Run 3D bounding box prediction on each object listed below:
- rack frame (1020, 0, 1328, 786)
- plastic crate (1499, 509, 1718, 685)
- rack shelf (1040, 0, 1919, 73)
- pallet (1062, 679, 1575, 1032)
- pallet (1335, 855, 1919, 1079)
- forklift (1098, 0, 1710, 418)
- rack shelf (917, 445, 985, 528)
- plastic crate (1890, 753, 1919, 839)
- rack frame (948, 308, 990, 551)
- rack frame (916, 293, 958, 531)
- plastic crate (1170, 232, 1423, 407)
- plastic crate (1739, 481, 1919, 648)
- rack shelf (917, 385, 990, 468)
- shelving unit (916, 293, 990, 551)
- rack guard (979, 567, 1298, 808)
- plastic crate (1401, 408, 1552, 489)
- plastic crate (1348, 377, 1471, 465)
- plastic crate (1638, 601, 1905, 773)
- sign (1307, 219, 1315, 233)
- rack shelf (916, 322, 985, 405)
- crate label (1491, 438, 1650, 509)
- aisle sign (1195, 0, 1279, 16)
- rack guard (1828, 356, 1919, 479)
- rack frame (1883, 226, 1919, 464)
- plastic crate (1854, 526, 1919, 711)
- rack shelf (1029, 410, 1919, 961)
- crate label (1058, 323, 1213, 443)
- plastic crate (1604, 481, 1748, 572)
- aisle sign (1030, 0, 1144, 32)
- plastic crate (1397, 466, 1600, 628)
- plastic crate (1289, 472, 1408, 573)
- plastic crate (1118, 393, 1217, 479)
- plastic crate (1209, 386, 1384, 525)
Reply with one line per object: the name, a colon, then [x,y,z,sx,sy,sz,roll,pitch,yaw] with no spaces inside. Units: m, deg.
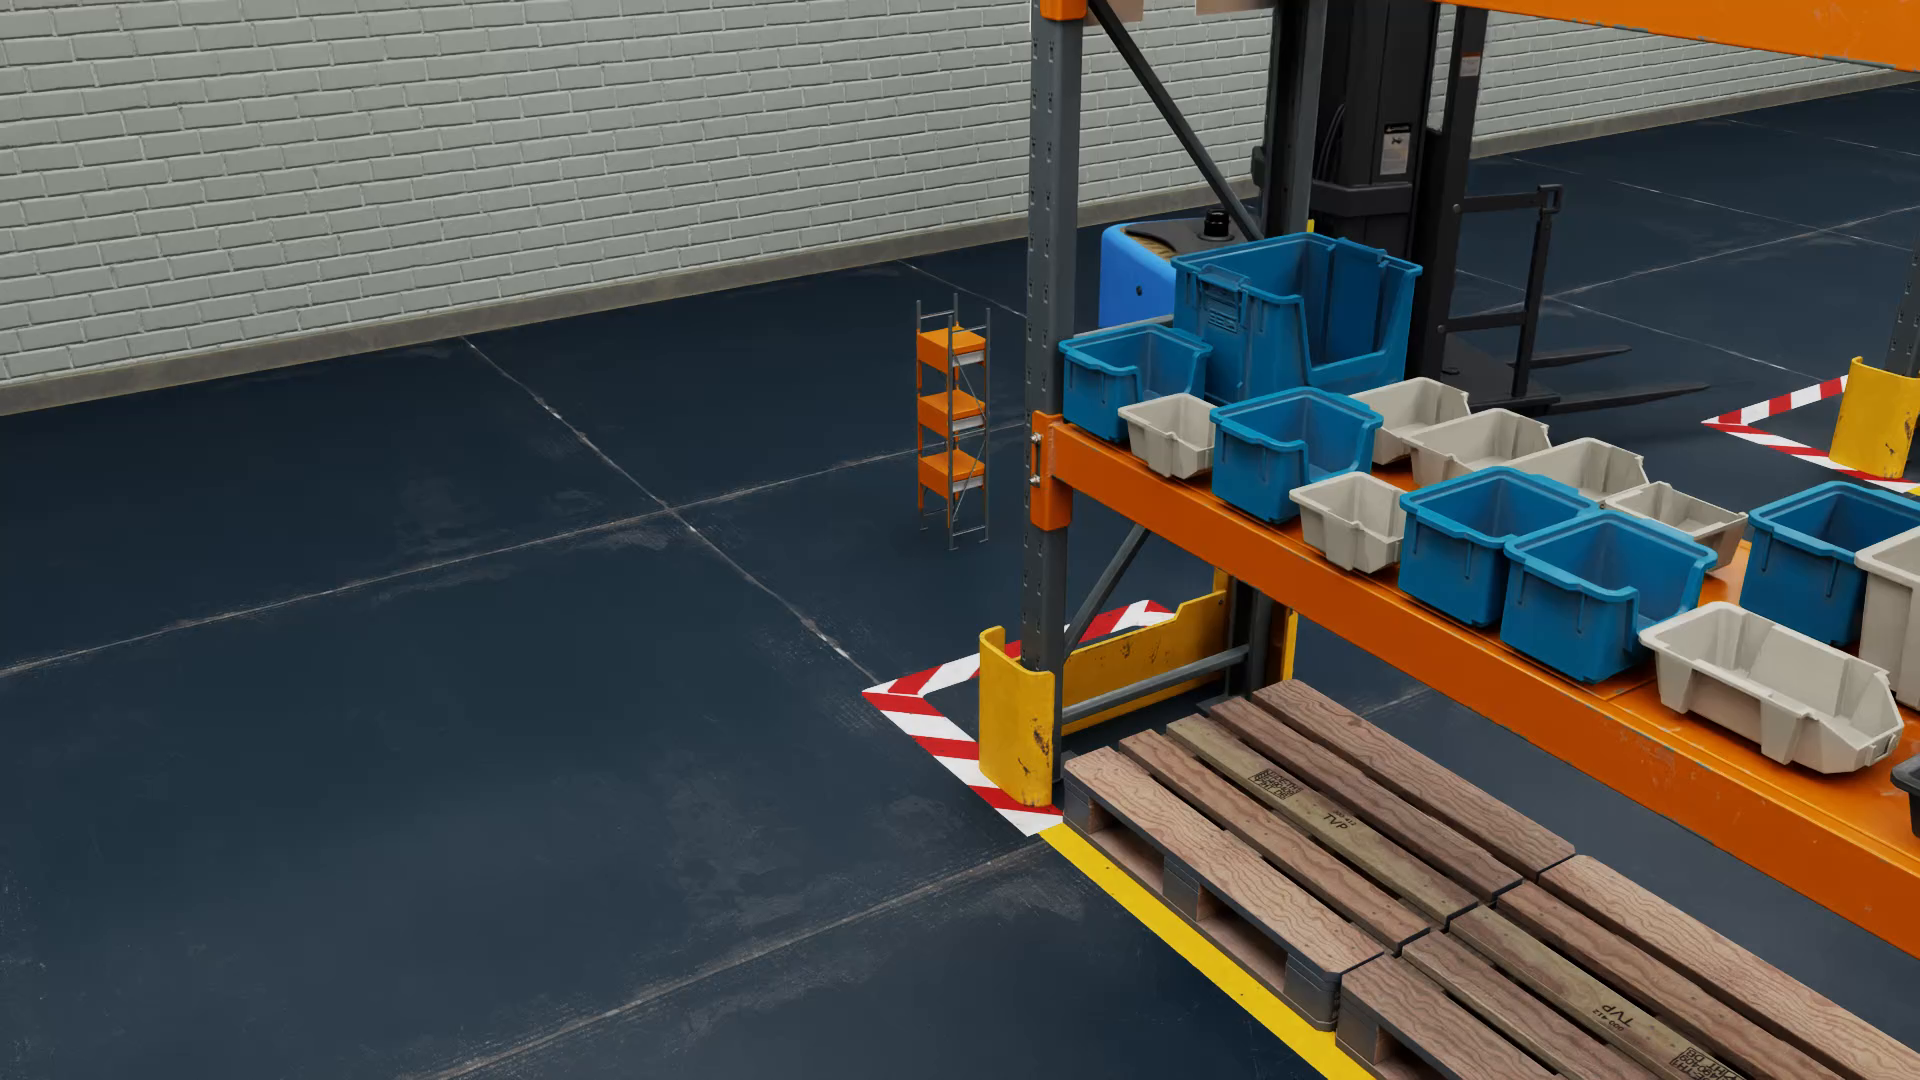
rack frame: [0.646,-0.666,5.147,1.000,3.000,0.127,-16,29,-30]
plastic crate: [1.387,0.126,3.596,0.416,0.233,0.300,-16,29,-30]
rack shelf: [1.738,-0.982,3.145,1.077,0.370,4.000,-16,29,-30]
pallet: [1.064,0.899,5.099,1.003,0.211,1.213,-16,29,-30]
pallet: [1.725,1.335,4.175,1.003,0.211,1.213,-16,29,-30]
forklift: [2.235,-1.845,7.725,3.031,2.935,1.130,-7,26,-15]
rack shelf: [-0.029,-0.233,7.190,0.215,0.259,0.240,-16,29,-30]
plastic crate: [1.993,0.524,2.878,0.437,0.125,0.590,-16,29,-30]
rack frame: [0.037,-0.450,6.974,0.200,1.050,0.008,-16,29,-30]
rack frame: [-0.096,-0.538,7.159,0.200,1.050,0.008,-16,29,-30]
plastic crate: [0.985,-0.633,4.965,0.616,0.435,0.499,-16,29,-30]
plastic crate: [1.982,0.057,3.741,0.416,0.233,0.300,-16,29,-30]
rack shelf: [-0.029,-0.484,7.071,0.215,0.259,0.240,-16,29,-30]
shelving unit: [-0.029,-0.494,7.066,0.215,1.050,0.252,-16,29,-30]
rack guard: [0.622,0.459,5.693,1.175,0.500,0.348,-16,29,-30]
plastic crate: [1.389,-0.218,4.436,0.396,0.136,0.243,-16,29,-30]
plastic crate: [1.243,-0.325,4.662,0.396,0.136,0.243,-16,29,-30]
plastic crate: [1.627,0.304,3.331,0.293,0.136,0.466,-16,29,-30]
sign: [1.098,-0.874,5.396,0.100,0.325,0.005,-16,29,-30]
rack shelf: [-0.029,-0.741,6.950,0.215,0.259,0.240,-16,29,-30]
crate label: [1.561,-0.124,4.237,0.396,0.136,0.243,-16,29,-30]
aisle sign: [0.852,-1.936,4.792,0.394,0.787,0.004,-16,29,-30]
rack guard: [4.783,-0.699,8.144,1.175,0.500,0.348,-16,29,-30]
rack frame: [4.796,-1.820,7.592,1.000,3.000,0.127,-16,29,-30]
plastic crate: [2.150,0.202,3.377,0.437,0.282,0.530,-16,29,-30]
rack shelf: [1.738,0.375,3.786,1.077,0.370,4.000,-16,29,-30]
crate label: [0.505,-0.453,4.821,0.416,0.233,0.303,-16,29,-30]
plastic crate: [1.739,-0.022,4.022,0.298,0.136,0.250,-16,29,-30]
aisle sign: [0.358,-1.798,4.500,0.394,0.787,0.004,-16,29,-30]
plastic crate: [1.224,0.018,3.823,0.416,0.233,0.300,-16,29,-30]
plastic crate: [0.981,-0.032,4.043,0.250,0.136,0.298,-16,29,-30]
plastic crate: [0.611,-0.275,4.557,0.250,0.136,0.298,-16,29,-30]
plastic crate: [0.864,-0.217,4.322,0.416,0.233,0.300,-16,29,-30]
